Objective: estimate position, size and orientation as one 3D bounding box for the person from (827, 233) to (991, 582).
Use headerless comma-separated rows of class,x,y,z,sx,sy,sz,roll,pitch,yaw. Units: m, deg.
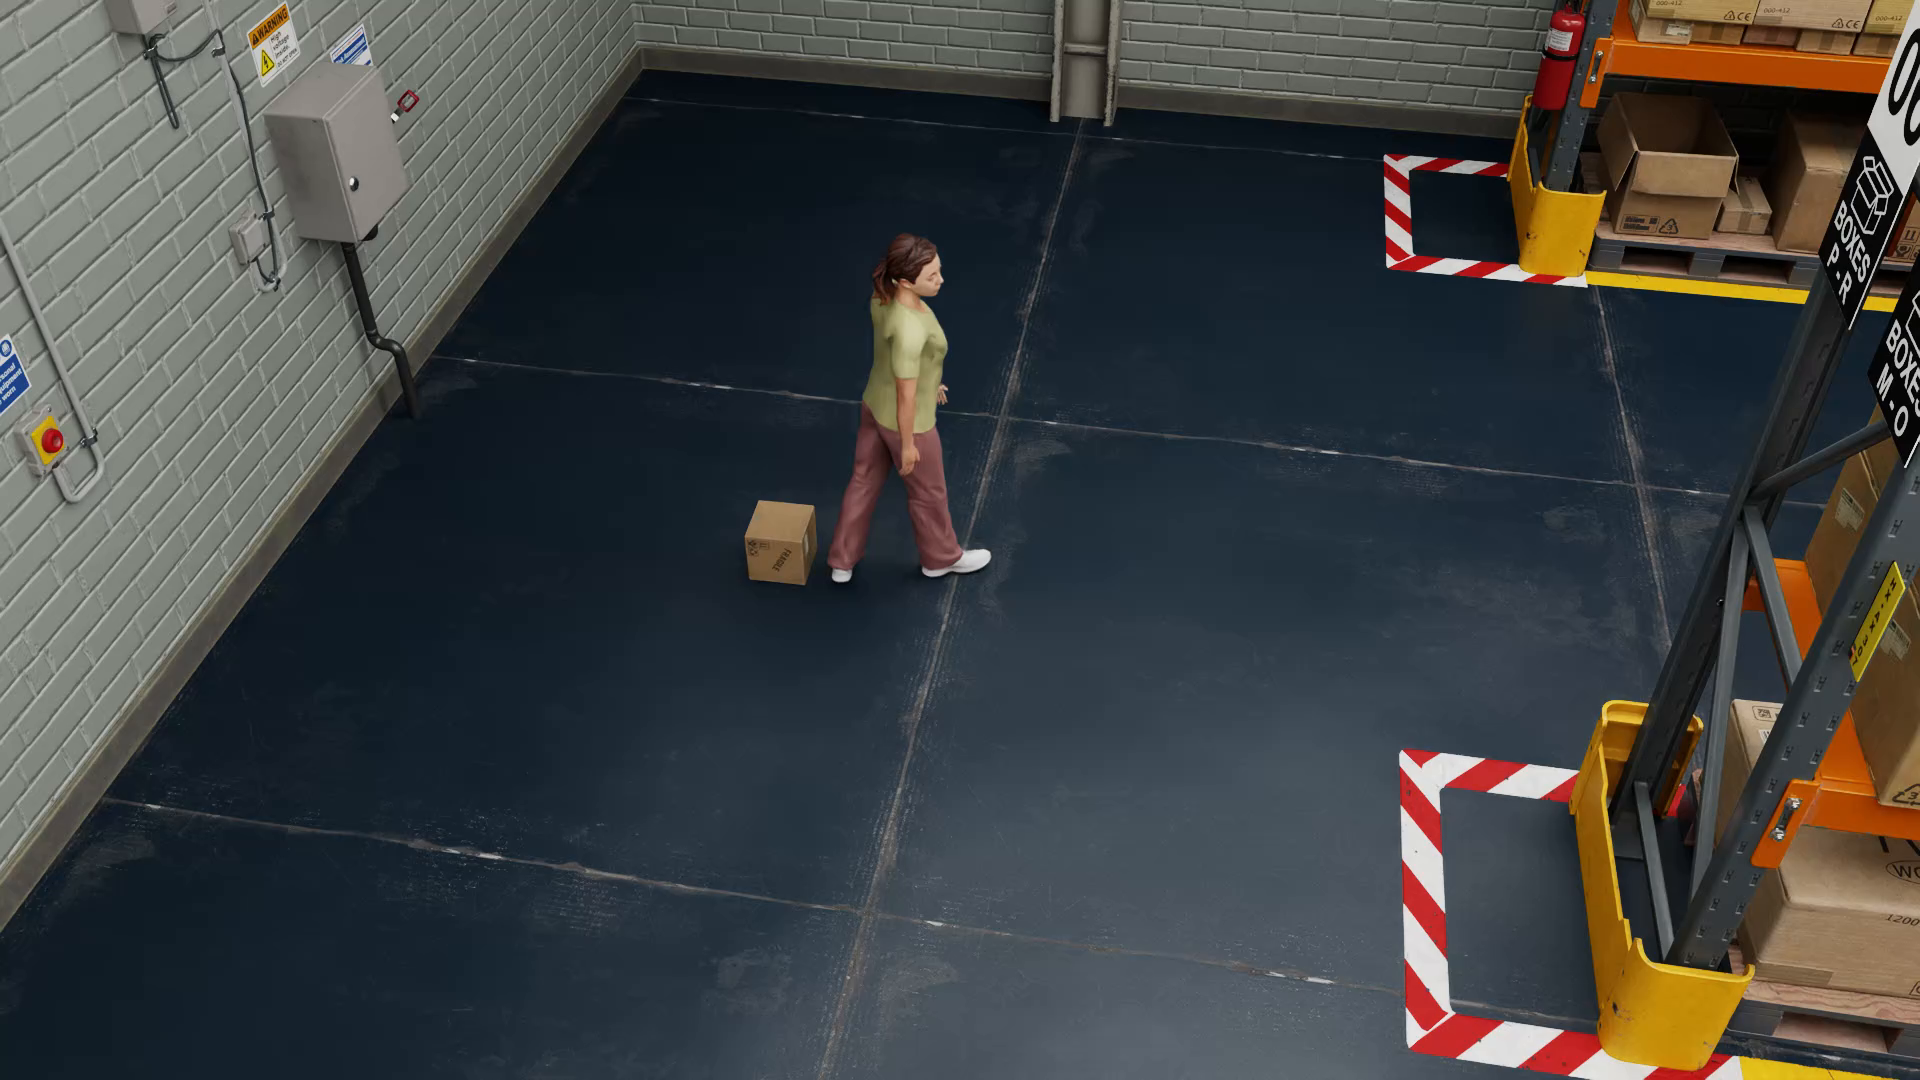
person,-0.229,-0.502,6.748,0.688,1.645,0.481,-16,43,-18
